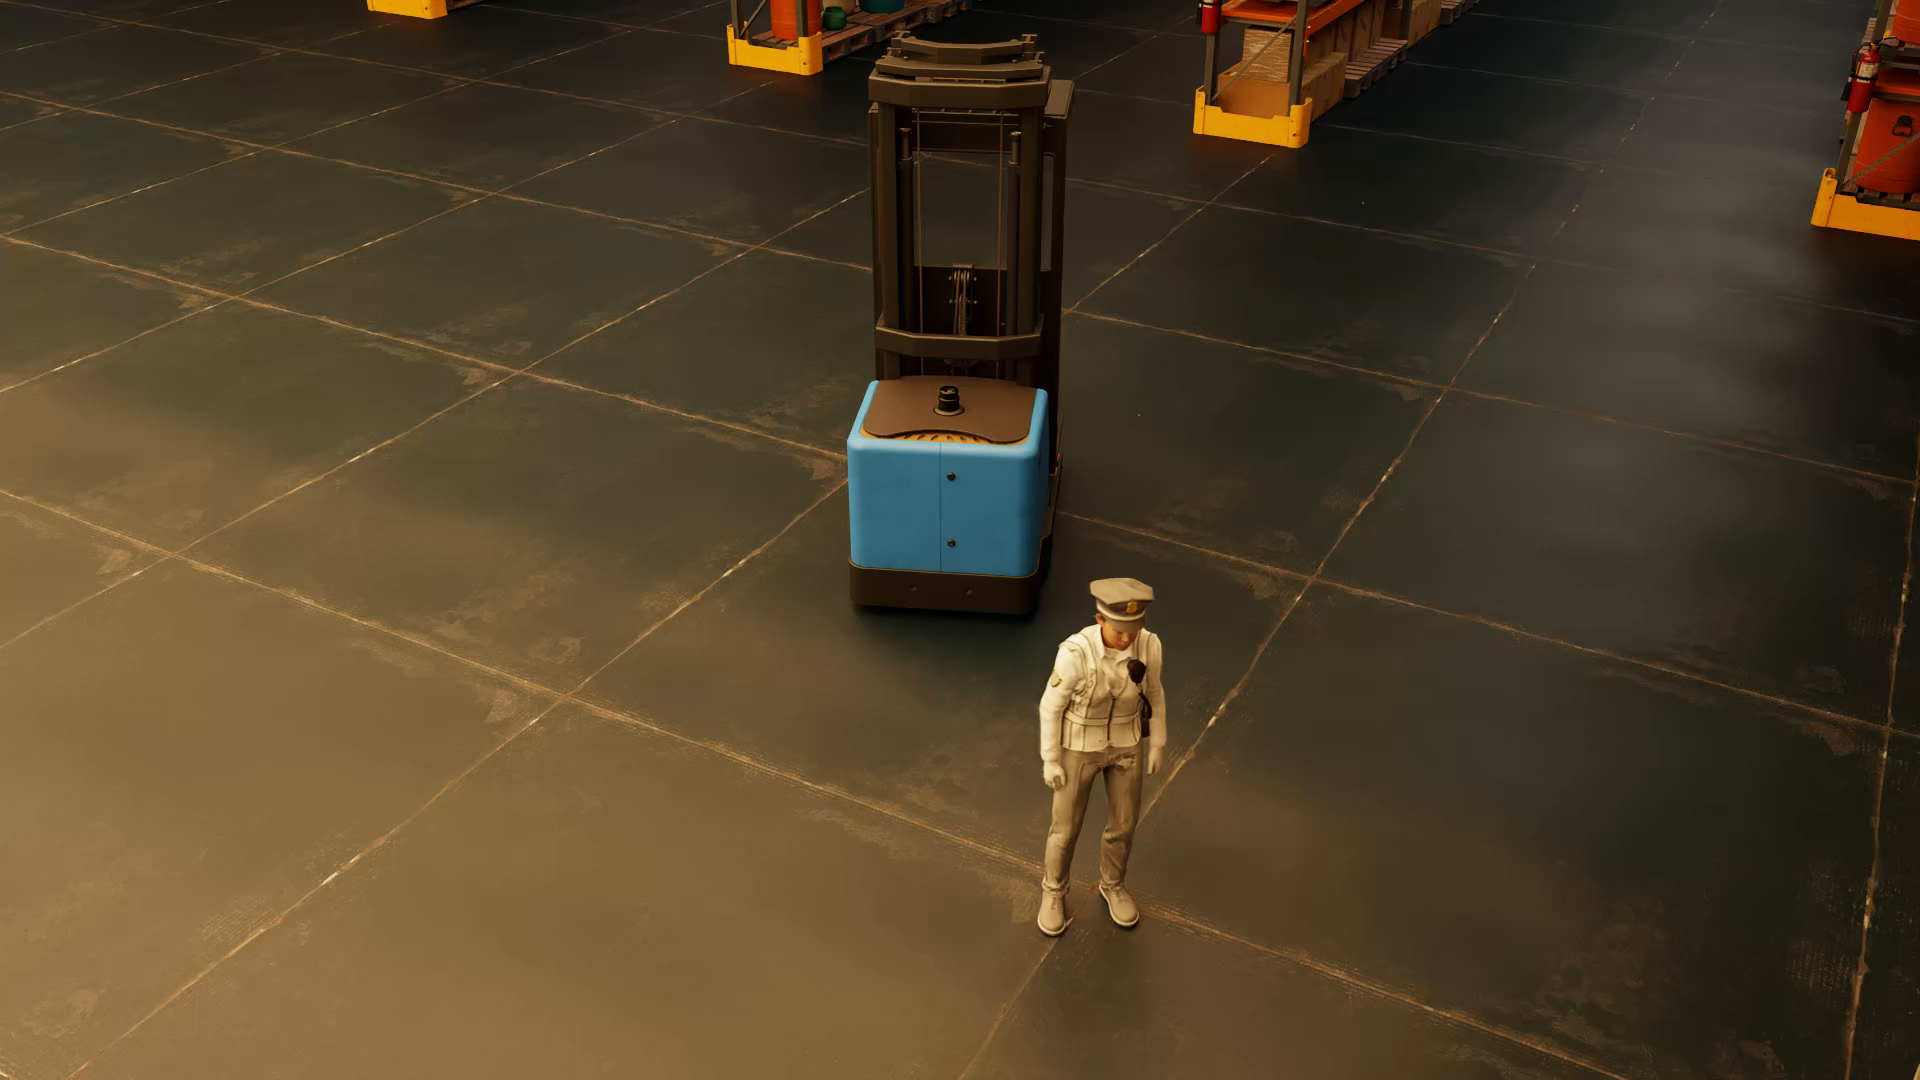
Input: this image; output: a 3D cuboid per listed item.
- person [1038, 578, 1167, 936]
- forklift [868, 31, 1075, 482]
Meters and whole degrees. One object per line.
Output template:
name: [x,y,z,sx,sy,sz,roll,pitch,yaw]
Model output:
person: [0.586,0.870,6.832,0.547,1.665,0.374,-6,31,-10]
forklift: [0.076,-1.571,9.793,1.121,2.935,3.031,3,30,6]
